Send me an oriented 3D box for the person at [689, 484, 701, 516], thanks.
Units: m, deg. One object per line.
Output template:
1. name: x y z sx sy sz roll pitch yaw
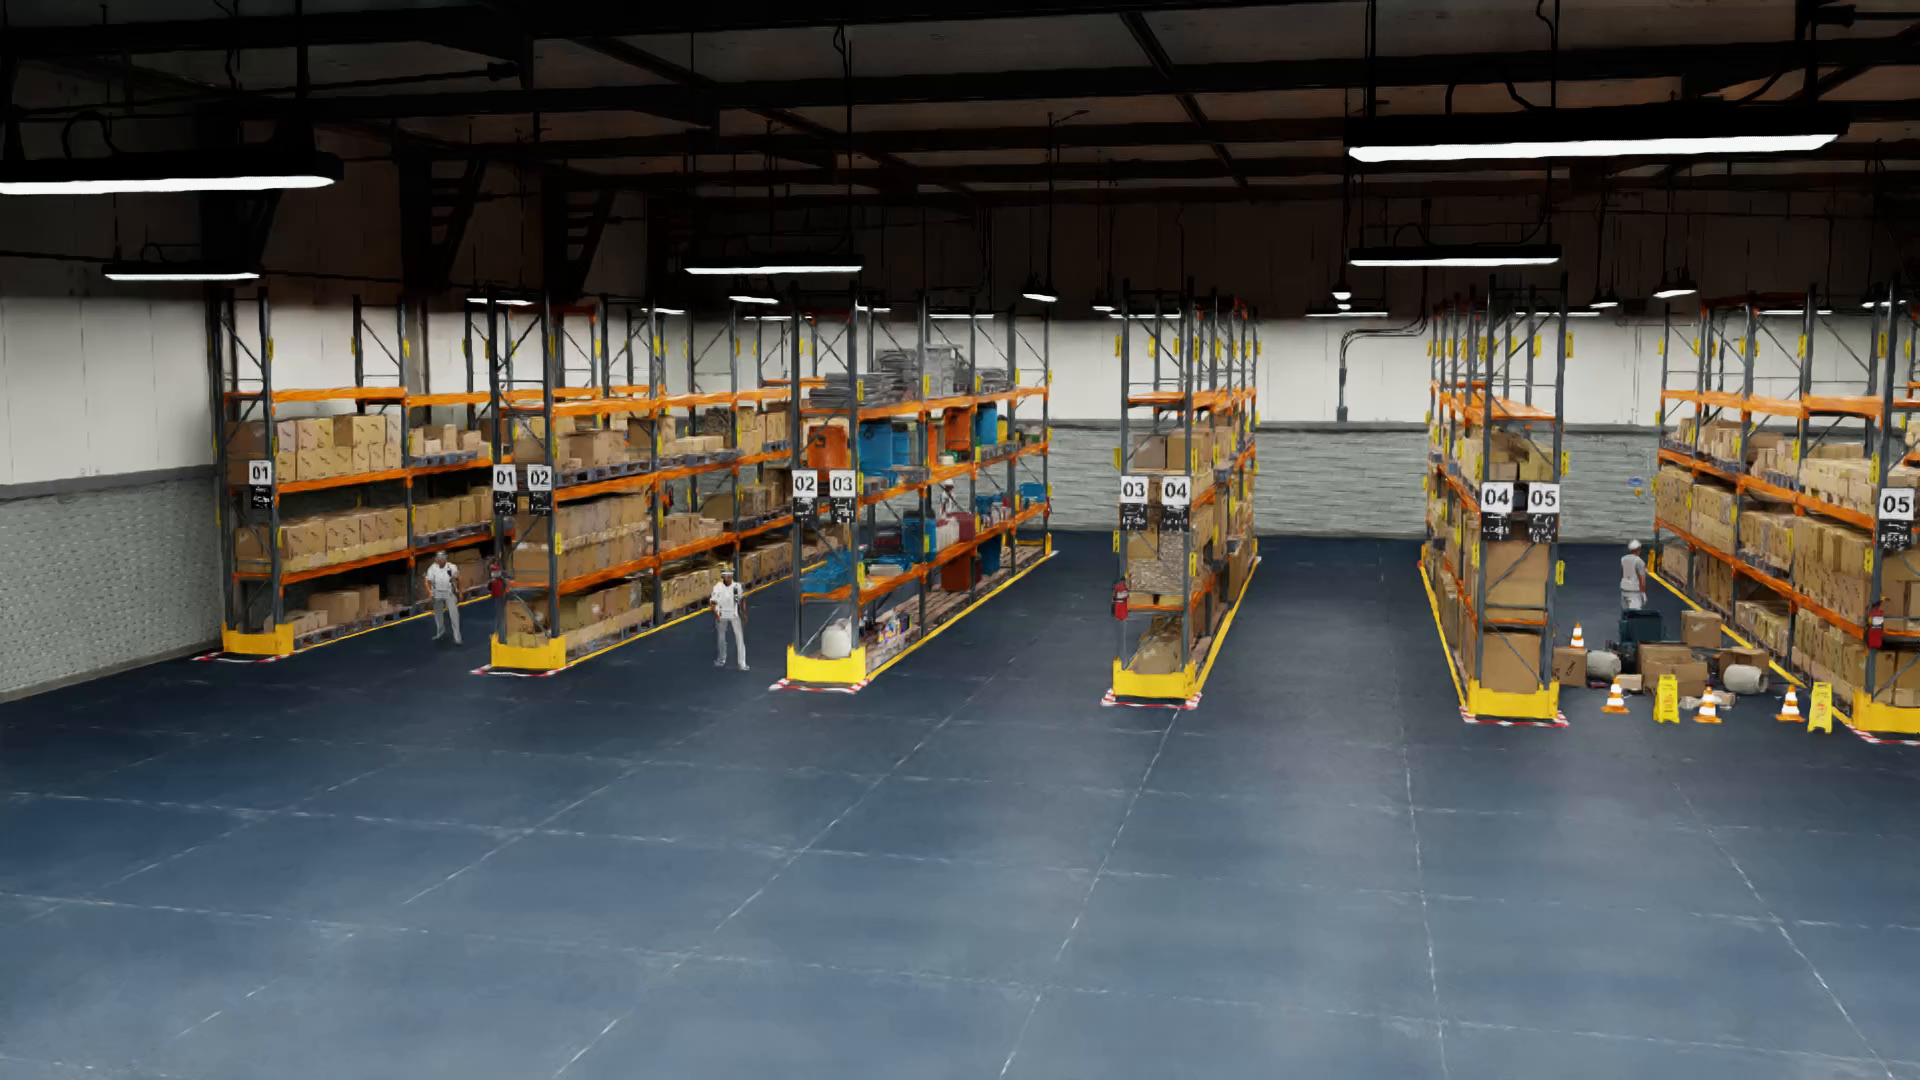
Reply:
1. person: -6.522 -0.559 41.025 0.381 1.680 0.595 1 7 9

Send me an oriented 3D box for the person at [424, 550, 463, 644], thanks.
1. person: -8.768 0.948 28.369 0.653 1.595 0.809 -1 7 -5

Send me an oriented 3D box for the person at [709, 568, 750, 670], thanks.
1. person: -3.607 1.204 26.104 0.621 1.602 0.827 0 7 -4

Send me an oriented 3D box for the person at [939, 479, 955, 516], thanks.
1. person: -0.297 -0.619 41.191 0.496 1.784 0.655 2 7 20

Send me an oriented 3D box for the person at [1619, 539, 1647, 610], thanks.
1. person: 11.387 0.875 28.060 0.471 1.796 0.625 -2 7 -14
